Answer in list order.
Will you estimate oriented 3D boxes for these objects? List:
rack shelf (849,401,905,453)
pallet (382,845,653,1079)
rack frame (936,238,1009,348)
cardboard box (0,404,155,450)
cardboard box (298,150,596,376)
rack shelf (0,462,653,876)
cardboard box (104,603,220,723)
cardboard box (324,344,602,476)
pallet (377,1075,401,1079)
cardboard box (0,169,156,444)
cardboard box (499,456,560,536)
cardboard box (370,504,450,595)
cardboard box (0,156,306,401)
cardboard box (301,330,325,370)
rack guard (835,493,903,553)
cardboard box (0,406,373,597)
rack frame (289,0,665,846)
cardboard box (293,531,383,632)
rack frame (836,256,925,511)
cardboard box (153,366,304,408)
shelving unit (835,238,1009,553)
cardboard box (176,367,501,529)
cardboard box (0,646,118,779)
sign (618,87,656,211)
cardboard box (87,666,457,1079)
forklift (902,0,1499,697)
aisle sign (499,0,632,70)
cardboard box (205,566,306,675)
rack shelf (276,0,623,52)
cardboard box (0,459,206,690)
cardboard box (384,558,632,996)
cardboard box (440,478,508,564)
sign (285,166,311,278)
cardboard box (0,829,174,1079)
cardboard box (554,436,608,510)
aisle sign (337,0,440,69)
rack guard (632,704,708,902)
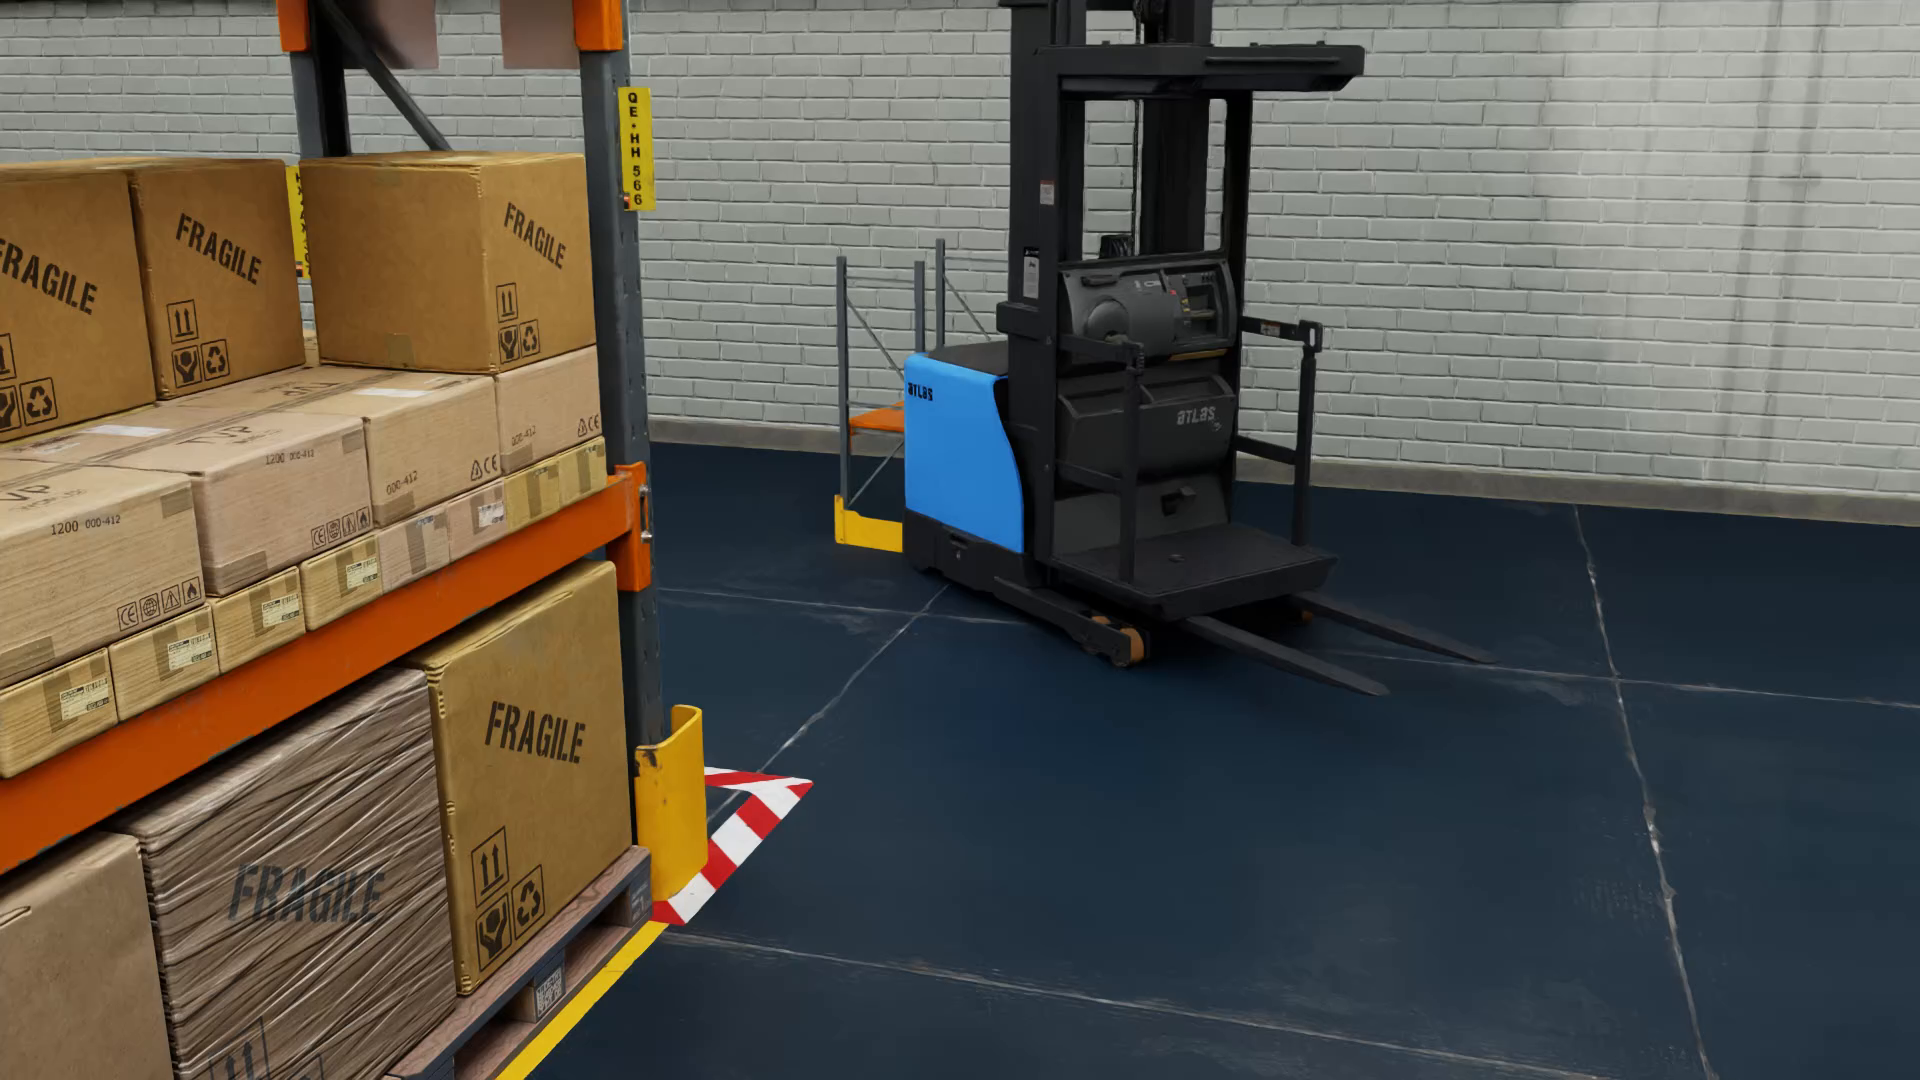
[{"bbox_3d":[-0.154,-0.626,8.946,0.538,0.185,1.000,8,18,28],"label":"rack shelf"},{"bbox_3d":[-1.548,1.122,4.487,1.003,0.211,1.213,5,16,16],"label":"pallet"},{"bbox_3d":[0.090,-0.920,9.326,0.500,1.500,0.032,8,18,28],"label":"rack frame"},{"bbox_3d":[-2.079,-0.134,3.533,0.500,0.250,0.500,4,16,14],"label":"cardboard box"},{"bbox_3d":[-1.282,-0.719,4.222,0.500,0.500,0.500,5,17,17],"label":"cardboard box"},{"bbox_3d":[-1.964,0.434,3.119,1.077,0.370,4.000,5,16,16],"label":"rack shelf"},{"bbox_3d":[-1.616,0.205,3.072,0.380,0.149,0.250,5,17,17],"label":"cardboard box"},{"bbox_3d":[-1.279,-0.359,4.326,0.500,0.250,0.500,4,16,15],"label":"cardboard box"},{"bbox_3d":[-1.897,1.440,3.366,1.003,0.211,1.213,5,16,16],"label":"pallet"},{"bbox_3d":[-2.075,-0.495,3.434,0.500,0.500,0.500,4,16,14],"label":"cardboard box"},{"bbox_3d":[-1.254,-0.127,4.241,0.380,0.149,0.250,5,17,16],"label":"cardboard box"},{"bbox_3d":[-1.398,0.004,3.779,0.380,0.149,0.250,5,17,17],"label":"cardboard box"},{"bbox_3d":[-1.933,-0.631,3.913,0.500,0.500,0.500,4,16,15],"label":"cardboard box"},{"bbox_3d":[-1.791,-0.401,4.477,0.500,0.250,0.500,4,16,14],"label":"cardboard box"},{"bbox_3d":[-0.389,-0.080,8.655,0.587,0.250,0.087,8,18,28],"label":"rack guard"},{"bbox_3d":[-1.568,-0.093,3.389,0.500,0.250,0.500,4,16,14],"label":"cardboard box"},{"bbox_3d":[-1.396,-0.435,4.866,1.000,3.000,0.127,5,16,16],"label":"rack frame"},{"bbox_3d":[-1.470,0.072,3.539,0.380,0.149,0.250,4,16,15],"label":"cardboard box"},{"bbox_3d":[-0.398,-0.677,8.468,0.500,1.500,0.032,8,18,28],"label":"rack frame"},{"bbox_3d":[-1.933,-0.265,3.996,0.500,0.250,0.500,4,16,15],"label":"cardboard box"},{"bbox_3d":[-0.149,-0.801,8.905,0.587,1.500,1.083,8,18,28],"label":"shelving unit"},{"bbox_3d":[-1.424,-0.226,3.858,0.500,0.250,0.500,4,16,15],"label":"cardboard box"},{"bbox_3d":[-1.688,0.273,2.831,0.380,0.149,0.250,4,16,14],"label":"cardboard box"},{"bbox_3d":[-0.880,-1.060,4.514,0.100,0.325,0.005,5,16,16],"label":"sign"},{"bbox_3d":[-1.760,0.797,3.647,0.875,0.875,0.875,5,16,16],"label":"cardboard box"},{"bbox_3d":[0.951,-1.024,7.069,1.130,2.935,3.031,-10,19,-32],"label":"forklift"},{"bbox_3d":[-1.088,-1.681,4.495,0.394,0.787,0.004,5,16,16],"label":"aisle sign"},{"bbox_3d":[-1.544,0.140,3.300,0.380,0.149,0.250,5,16,16],"label":"cardboard box"},{"bbox_3d":[-1.964,-1.009,2.710,1.077,0.370,4.000,5,16,16],"label":"rack shelf"},{"bbox_3d":[-1.712,0.044,2.907,0.500,0.250,0.500,5,16,16],"label":"cardboard box"},{"bbox_3d":[-1.501,0.559,4.486,0.875,0.875,0.875,5,16,16],"label":"cardboard box"},{"bbox_3d":[-1.327,-0.061,4.009,0.380,0.149,0.250,5,16,16],"label":"cardboard box"},{"bbox_3d":[-1.926,-0.934,4.894,0.100,0.325,0.005,5,16,16],"label":"sign"},{"bbox_3d":[-2.013,1.030,2.826,0.875,0.875,0.875,5,16,16],"label":"cardboard box"},{"bbox_3d":[-1.182,-0.195,4.482,0.380,0.149,0.250,5,17,17],"label":"cardboard box"},{"bbox_3d":[-1.663,-1.728,4.660,0.394,0.787,0.004,5,16,16],"label":"aisle sign"},{"bbox_3d":[-1.389,0.761,5.229,1.175,0.500,0.348,5,16,16],"label":"rack guard"}]
